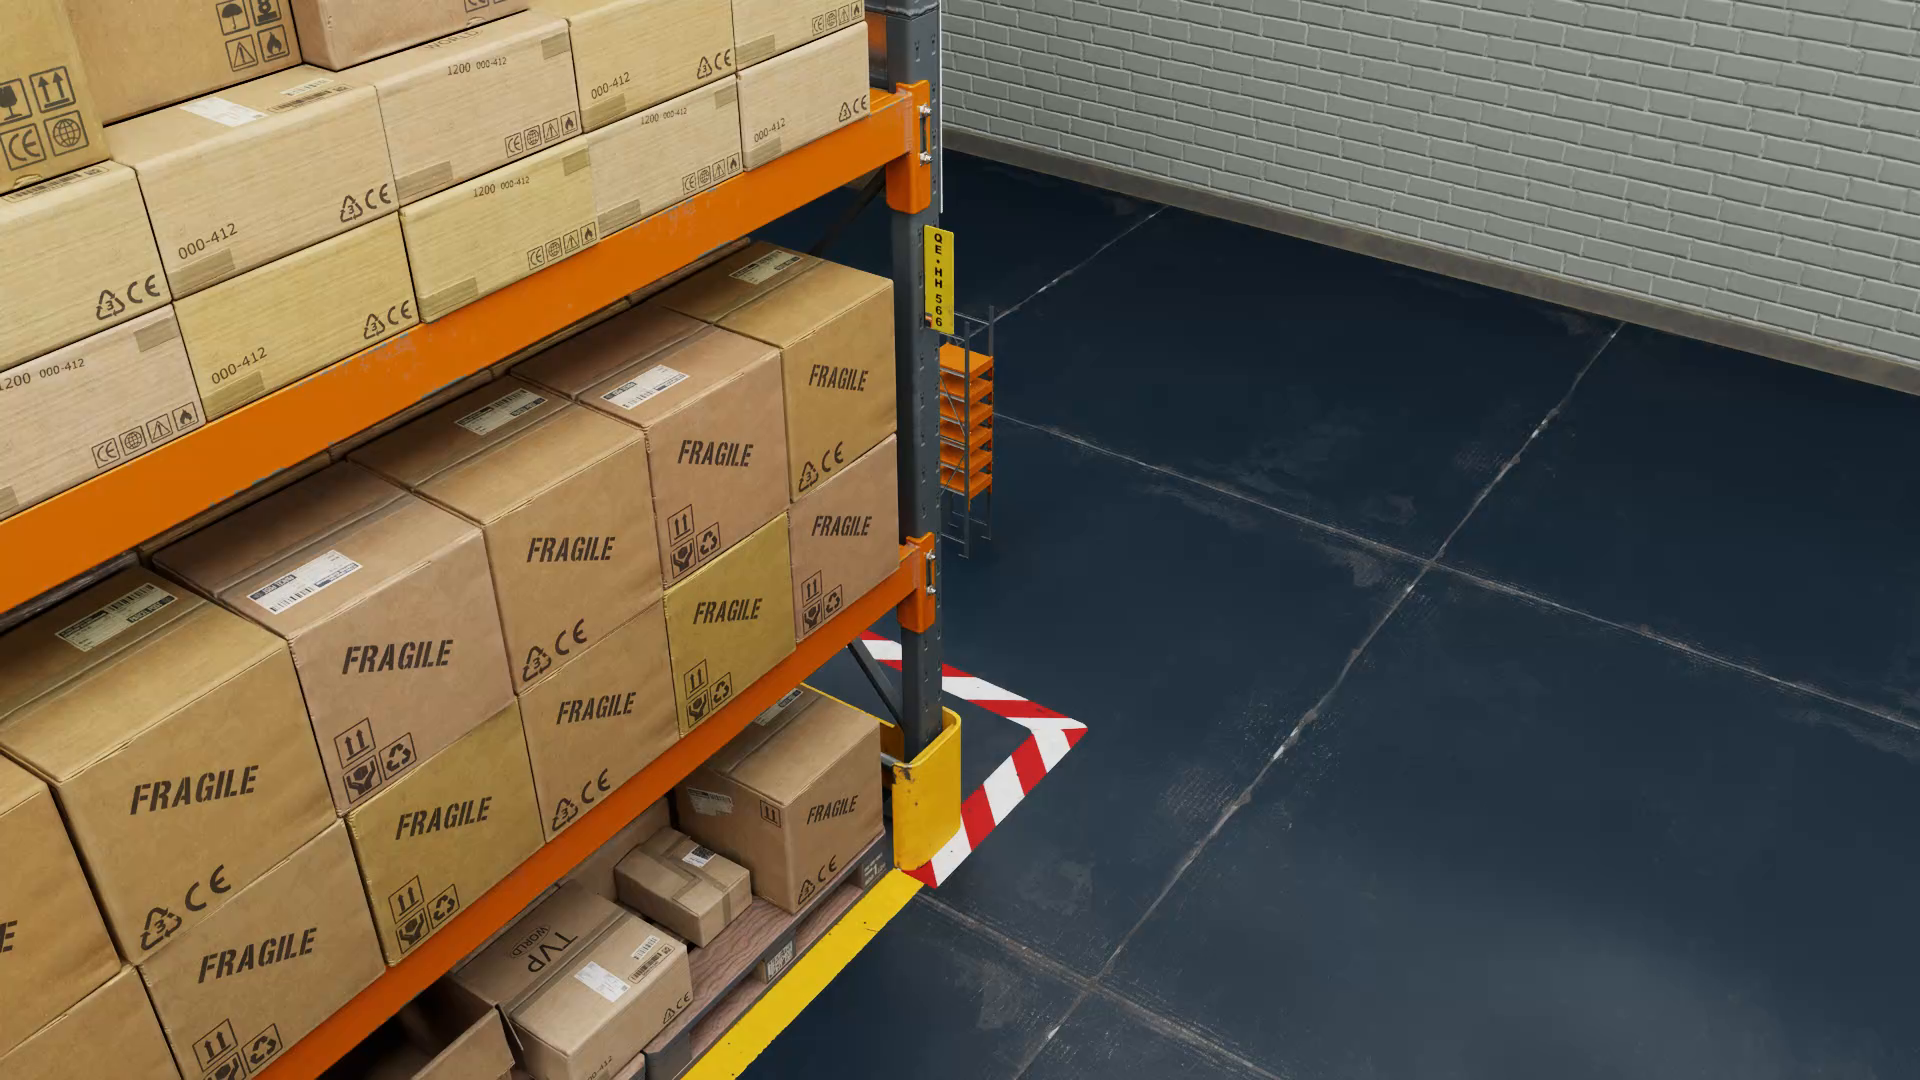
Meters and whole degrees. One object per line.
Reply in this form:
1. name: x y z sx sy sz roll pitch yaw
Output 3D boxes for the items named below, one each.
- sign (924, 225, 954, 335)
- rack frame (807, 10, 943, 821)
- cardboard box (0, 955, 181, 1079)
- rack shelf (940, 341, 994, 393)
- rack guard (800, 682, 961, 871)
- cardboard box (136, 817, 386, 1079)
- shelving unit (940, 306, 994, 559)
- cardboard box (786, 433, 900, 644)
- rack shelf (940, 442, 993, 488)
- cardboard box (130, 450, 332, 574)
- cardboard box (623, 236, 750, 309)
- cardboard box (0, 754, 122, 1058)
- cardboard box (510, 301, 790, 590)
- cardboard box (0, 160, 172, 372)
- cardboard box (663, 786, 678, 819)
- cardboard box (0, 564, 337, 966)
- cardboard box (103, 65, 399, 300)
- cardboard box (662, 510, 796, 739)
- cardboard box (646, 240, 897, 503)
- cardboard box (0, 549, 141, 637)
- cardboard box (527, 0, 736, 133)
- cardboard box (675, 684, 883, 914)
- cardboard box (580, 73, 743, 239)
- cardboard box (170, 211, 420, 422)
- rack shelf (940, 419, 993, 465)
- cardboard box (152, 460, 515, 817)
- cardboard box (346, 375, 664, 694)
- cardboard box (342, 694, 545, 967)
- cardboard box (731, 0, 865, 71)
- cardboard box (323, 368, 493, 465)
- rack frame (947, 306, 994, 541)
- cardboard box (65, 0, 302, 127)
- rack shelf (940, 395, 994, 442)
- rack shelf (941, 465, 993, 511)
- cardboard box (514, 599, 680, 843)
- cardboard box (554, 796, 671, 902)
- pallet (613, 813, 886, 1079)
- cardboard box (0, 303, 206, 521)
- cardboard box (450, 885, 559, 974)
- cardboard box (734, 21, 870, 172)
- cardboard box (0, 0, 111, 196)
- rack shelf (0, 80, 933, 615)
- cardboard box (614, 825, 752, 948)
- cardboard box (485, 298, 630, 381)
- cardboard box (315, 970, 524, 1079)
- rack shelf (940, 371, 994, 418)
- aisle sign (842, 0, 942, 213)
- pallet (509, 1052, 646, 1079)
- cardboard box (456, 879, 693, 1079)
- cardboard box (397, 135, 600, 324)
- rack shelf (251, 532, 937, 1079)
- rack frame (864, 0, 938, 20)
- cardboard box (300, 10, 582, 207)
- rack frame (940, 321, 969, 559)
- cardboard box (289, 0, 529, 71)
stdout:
1. sign: -0.061 -0.761 4.882 0.100 0.325 0.005 21 39 28
2. rack frame: -0.506 -0.337 5.571 1.000 3.000 0.127 21 39 28
3. cardboard box: -1.983 1.078 3.389 0.500 0.500 0.500 22 40 29
4. rack shelf: -0.008 -0.752 7.227 0.258 0.103 0.180 21 39 28
5. rack guard: -0.549 0.733 6.219 1.175 0.500 0.348 21 39 28
6. cardboard box: -1.695 0.849 3.728 0.500 0.500 0.500 21 39 28
7. shelving unit: -0.008 -0.490 7.404 0.258 1.200 0.189 21 39 28
8. cardboard box: -0.537 -0.085 5.109 0.500 0.500 0.500 23 40 30
9. rack shelf: -0.008 -0.354 7.496 0.258 0.103 0.180 21 39 28
10. cardboard box: -1.845 0.033 4.041 0.500 0.500 0.500 21 39 28
11. cardboard box: -0.975 -0.673 5.085 0.500 0.500 0.500 23 40 30
12. cardboard box: -1.993 0.684 3.079 0.500 0.500 0.500 20 39 27
13. cardboard box: -0.821 -0.267 4.486 0.500 0.500 0.500 22 40 29
14. cardboard box: -1.727 -0.485 2.800 0.500 0.250 0.500 21 39 28
15. cardboard box: -1.169 0.852 5.948 0.380 0.166 0.250 21 39 28
16. cardboard box: -1.699 0.447 3.429 0.500 0.500 0.500 20 39 27
17. cardboard box: -1.442 -0.715 3.140 0.500 0.250 0.500 21 39 28
18. cardboard box: -0.830 0.155 4.755 0.500 0.500 0.500 22 40 29
19. cardboard box: -0.534 -0.500 4.830 0.500 0.500 0.500 21 39 28
20. cardboard box: -2.133 0.264 3.700 0.500 0.500 0.500 22 40 29
21. cardboard box: -0.874 -1.176 3.822 0.500 0.250 0.500 21 39 28
22. cardboard box: -0.613 0.845 5.661 0.500 0.500 0.500 21 39 28
23. cardboard box: -0.876 -0.970 3.963 0.500 0.250 0.500 21 39 28
24. cardboard box: -1.449 -0.511 3.284 0.500 0.250 0.500 21 39 28
25. rack shelf: -0.008 -0.454 7.429 0.258 0.103 0.180 21 39 28
26. cardboard box: -1.406 0.209 3.781 0.500 0.500 0.500 23 40 30
27. cardboard box: -1.113 -0.027 4.130 0.500 0.500 0.500 22 40 29
28. cardboard box: -1.407 0.614 4.075 0.500 0.500 0.500 21 39 28
29. cardboard box: -0.589 -1.407 4.162 0.500 0.250 0.500 21 39 28
30. cardboard box: -1.556 -0.201 4.388 0.500 0.500 0.500 22 40 29
31. rack frame: 0.044 -0.532 7.466 0.240 1.200 0.006 21 39 28
32. cardboard box: -1.699 -1.126 3.078 0.700 0.500 0.500 21 39 28
33. rack shelf: -0.008 -0.553 7.362 0.258 0.103 0.180 21 39 28
34. rack shelf: -0.008 -0.255 7.563 0.258 0.103 0.180 21 39 28
35. cardboard box: -1.119 0.382 4.418 0.500 0.500 0.500 22 40 29
36. cardboard box: -1.334 1.010 5.641 0.500 0.250 0.500 21 39 28
37. pallet: -1.003 1.220 5.757 1.003 0.211 1.213 21 39 28
38. cardboard box: -1.731 -0.280 2.942 0.500 0.250 0.500 21 39 28
39. cardboard box: -1.619 1.240 5.301 0.500 0.250 0.500 21 39 28
40. cardboard box: -0.582 -1.197 4.298 0.500 0.250 0.500 21 39 28
41. cardboard box: -1.859 -0.847 2.666 0.700 0.500 0.500 21 39 28
42. rack shelf: -1.646 -0.361 3.571 1.077 0.370 4.000 21 39 28
43. cardboard box: -0.918 1.141 5.522 0.380 0.166 0.250 21 39 28
44. cardboard box: -1.267 -0.430 4.726 0.500 0.500 0.500 22 40 29
45. cardboard box: -1.719 1.489 4.706 0.797 0.503 0.637 21 39 28
46. rack shelf: -0.008 -0.652 7.294 0.258 0.103 0.180 21 39 28
47. aisle sign: -0.215 -1.347 4.744 0.394 0.787 0.004 21 39 28
48. pallet: -1.699 1.780 4.930 1.003 0.211 1.213 21 39 28
49. cardboard box: -1.180 1.376 5.099 0.500 0.250 0.500 21 39 28
50. cardboard box: -1.150 -0.736 3.617 0.500 0.250 0.500 21 39 28
51. rack shelf: -1.646 0.881 4.411 1.077 0.370 4.000 21 39 28
52. rack frame: -0.506 -2.822 3.890 1.000 3.000 0.127 21 39 28
53. cardboard box: -1.162 -0.948 3.483 0.500 0.250 0.500 21 39 28
54. rack frame: -0.060 -0.448 7.342 0.240 1.200 0.006 21 39 28
55. cardboard box: -1.337 -1.326 3.374 0.700 0.500 0.500 21 39 28
